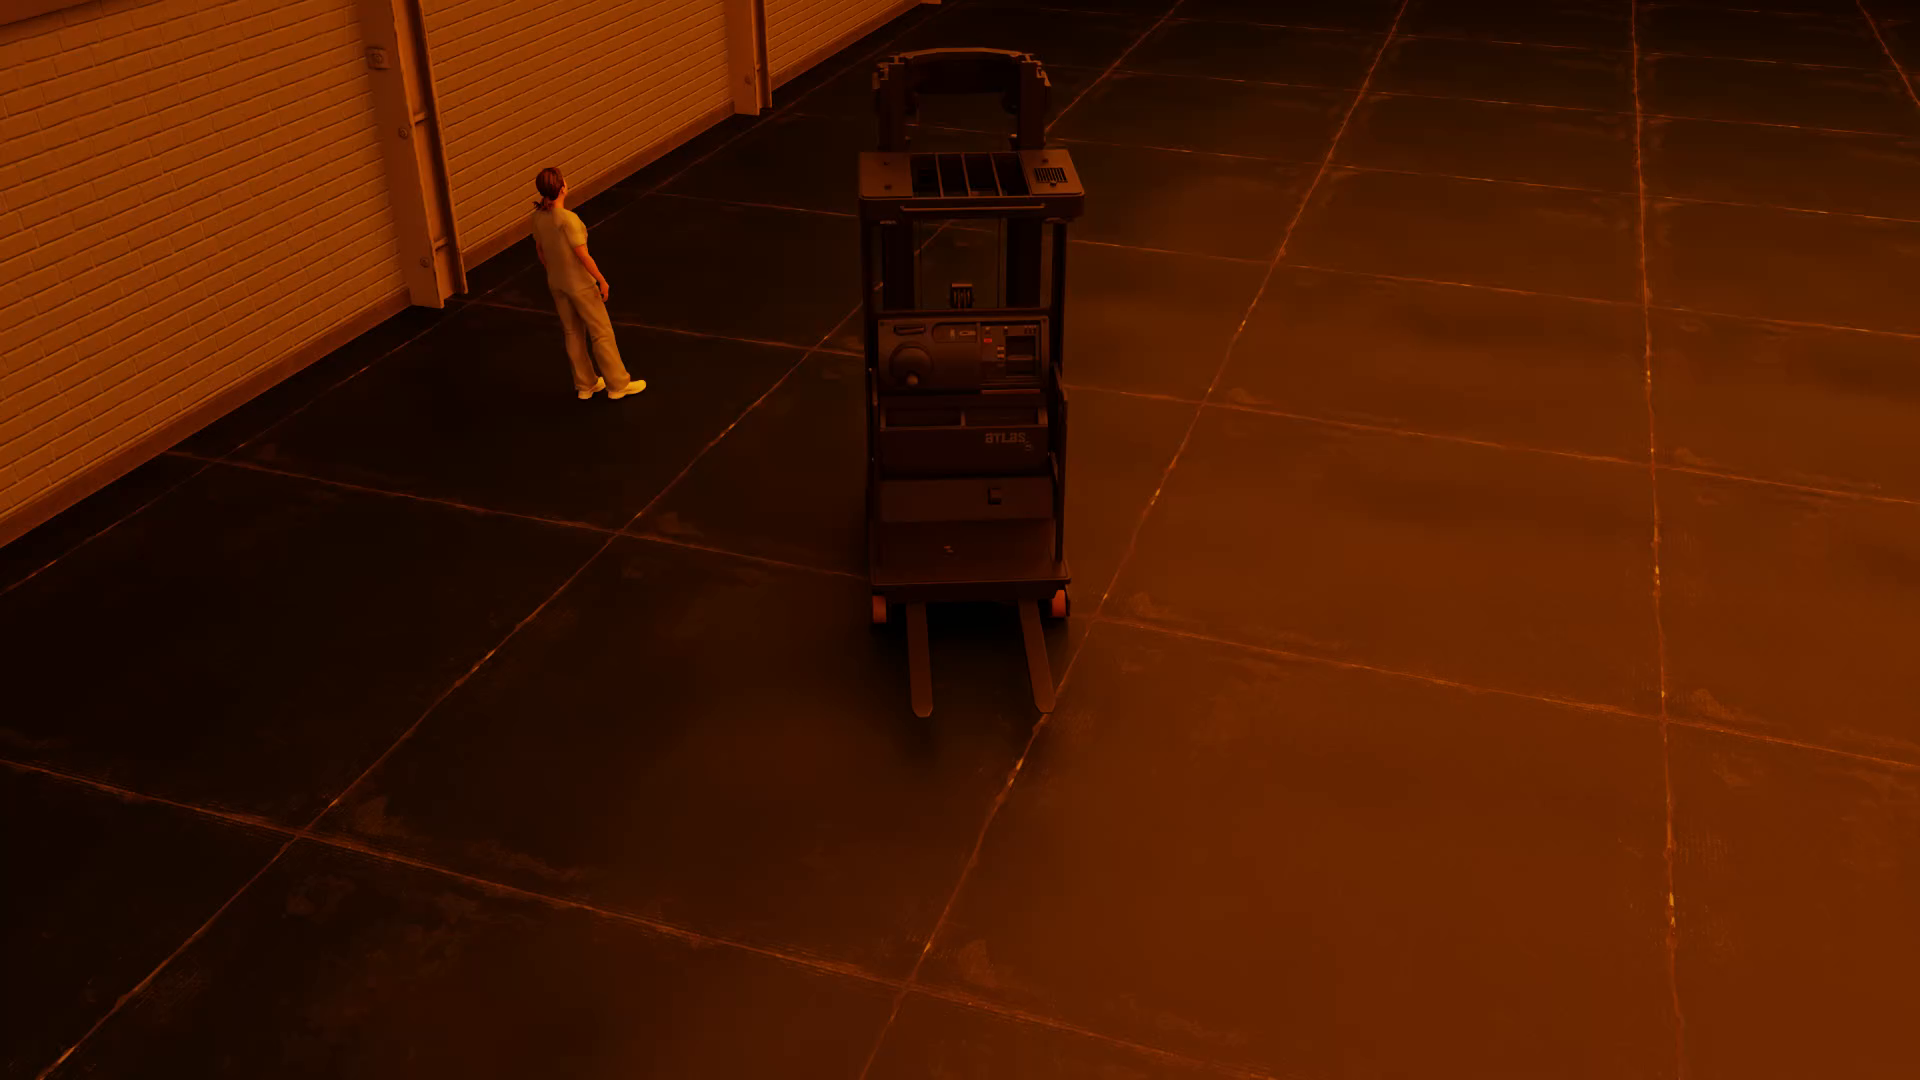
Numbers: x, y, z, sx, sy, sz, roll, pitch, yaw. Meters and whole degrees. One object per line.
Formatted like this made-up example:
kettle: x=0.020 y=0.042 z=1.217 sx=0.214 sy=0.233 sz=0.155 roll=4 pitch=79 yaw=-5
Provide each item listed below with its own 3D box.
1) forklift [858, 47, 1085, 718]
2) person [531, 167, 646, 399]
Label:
forklift: x=0.035 y=-0.972 z=8.842 sx=1.130 sy=2.935 sz=3.031 roll=-2 pitch=30 yaw=-3
person: x=-2.621 y=-1.773 z=11.520 sx=0.547 sy=1.654 sz=0.551 roll=18 pitch=34 yaw=29
